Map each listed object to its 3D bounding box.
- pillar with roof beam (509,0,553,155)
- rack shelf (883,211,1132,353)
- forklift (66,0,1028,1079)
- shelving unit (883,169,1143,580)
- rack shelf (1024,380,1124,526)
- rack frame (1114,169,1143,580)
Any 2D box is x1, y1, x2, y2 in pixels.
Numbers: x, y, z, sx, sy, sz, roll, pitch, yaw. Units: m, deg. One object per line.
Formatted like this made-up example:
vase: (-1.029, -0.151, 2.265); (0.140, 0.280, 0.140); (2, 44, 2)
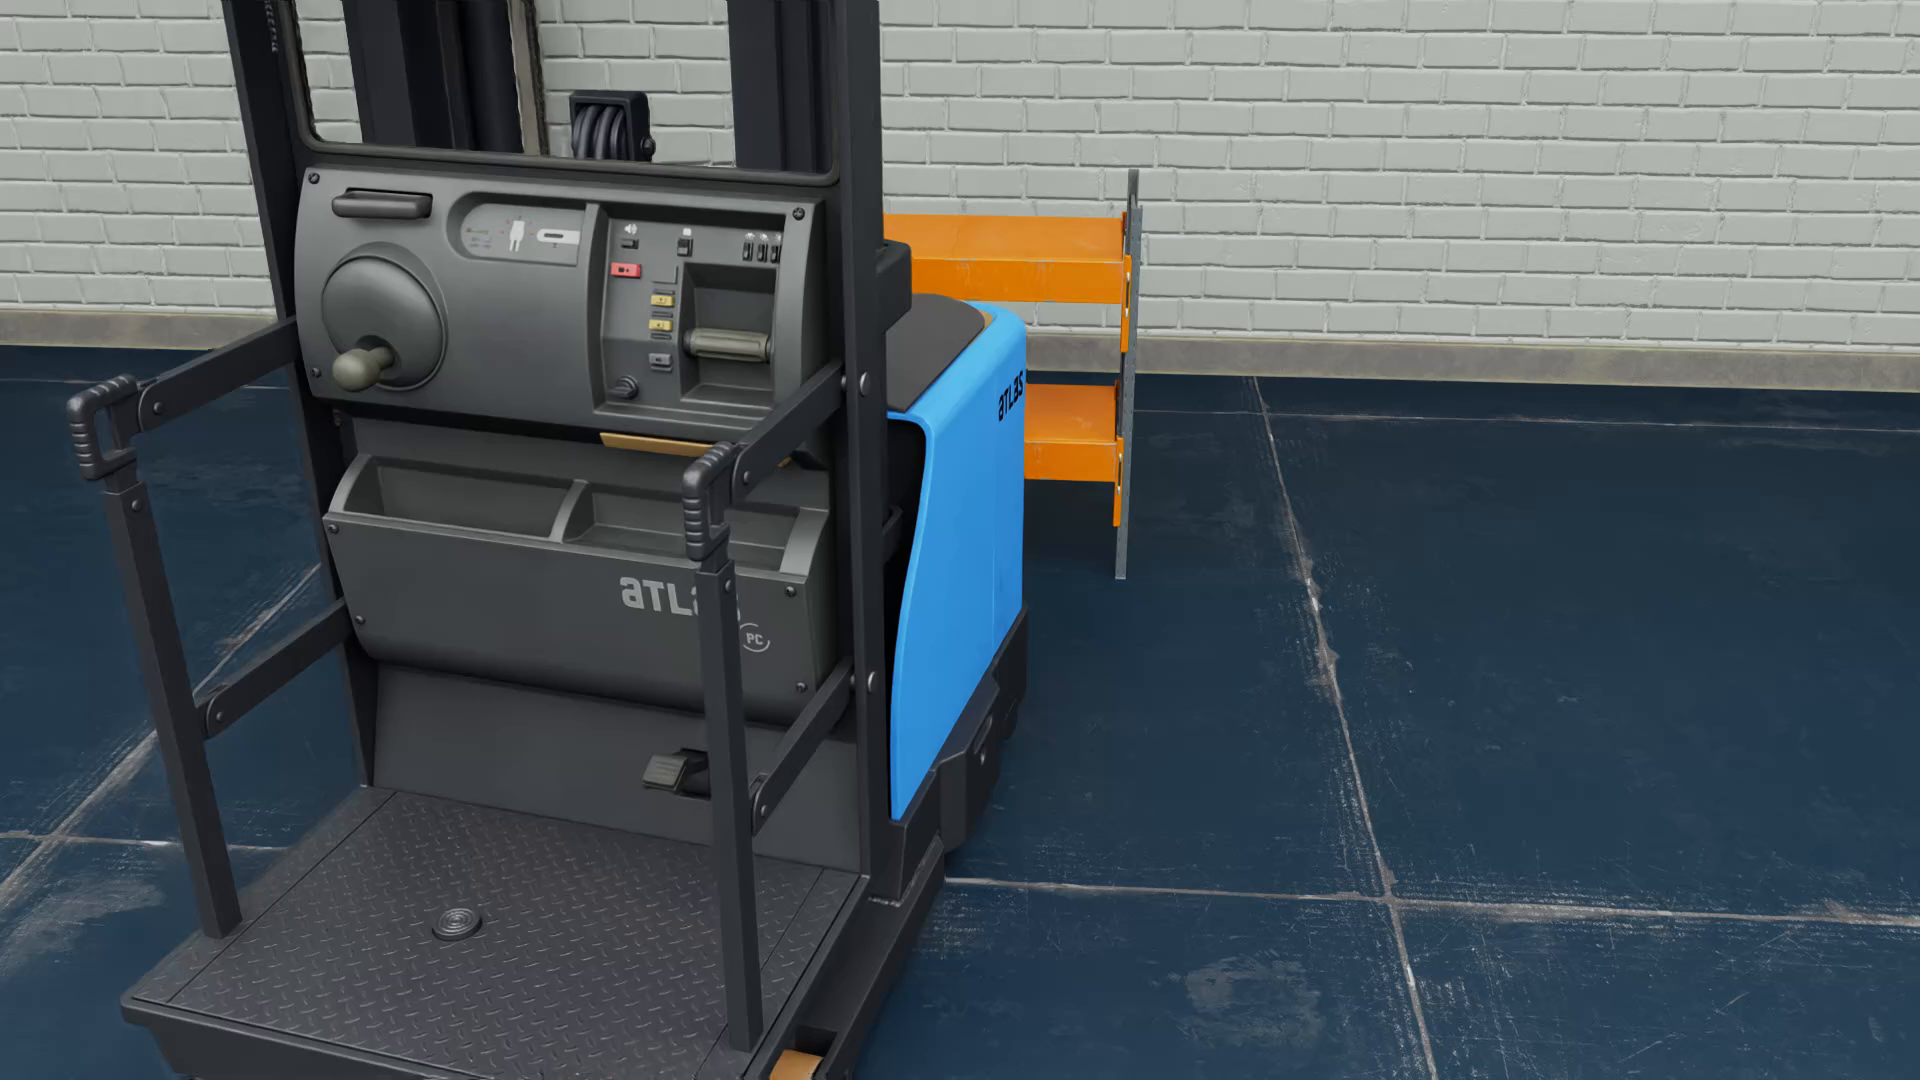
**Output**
pillar with roof beam: (-2.144, -2.998, 1.000); (0.400, 9.000, 9.100); (2, 25, 4)
rack shelf: (-0.007, -0.777, 4.893); (1.000, 0.278, 0.538); (2, 25, 4)
forklift: (-0.739, -0.371, 2.550); (1.130, 2.935, 3.031); (7, 26, 15)
shelving unit: (-0.007, -0.511, 5.015); (1.048, 1.125, 0.538); (2, 25, 4)
rack shelf: (-0.007, -0.289, 5.118); (1.000, 0.278, 0.538); (2, 25, 4)
rack frame: (0.500, -0.495, 4.980); (0.032, 1.125, 0.500); (2, 25, 4)
